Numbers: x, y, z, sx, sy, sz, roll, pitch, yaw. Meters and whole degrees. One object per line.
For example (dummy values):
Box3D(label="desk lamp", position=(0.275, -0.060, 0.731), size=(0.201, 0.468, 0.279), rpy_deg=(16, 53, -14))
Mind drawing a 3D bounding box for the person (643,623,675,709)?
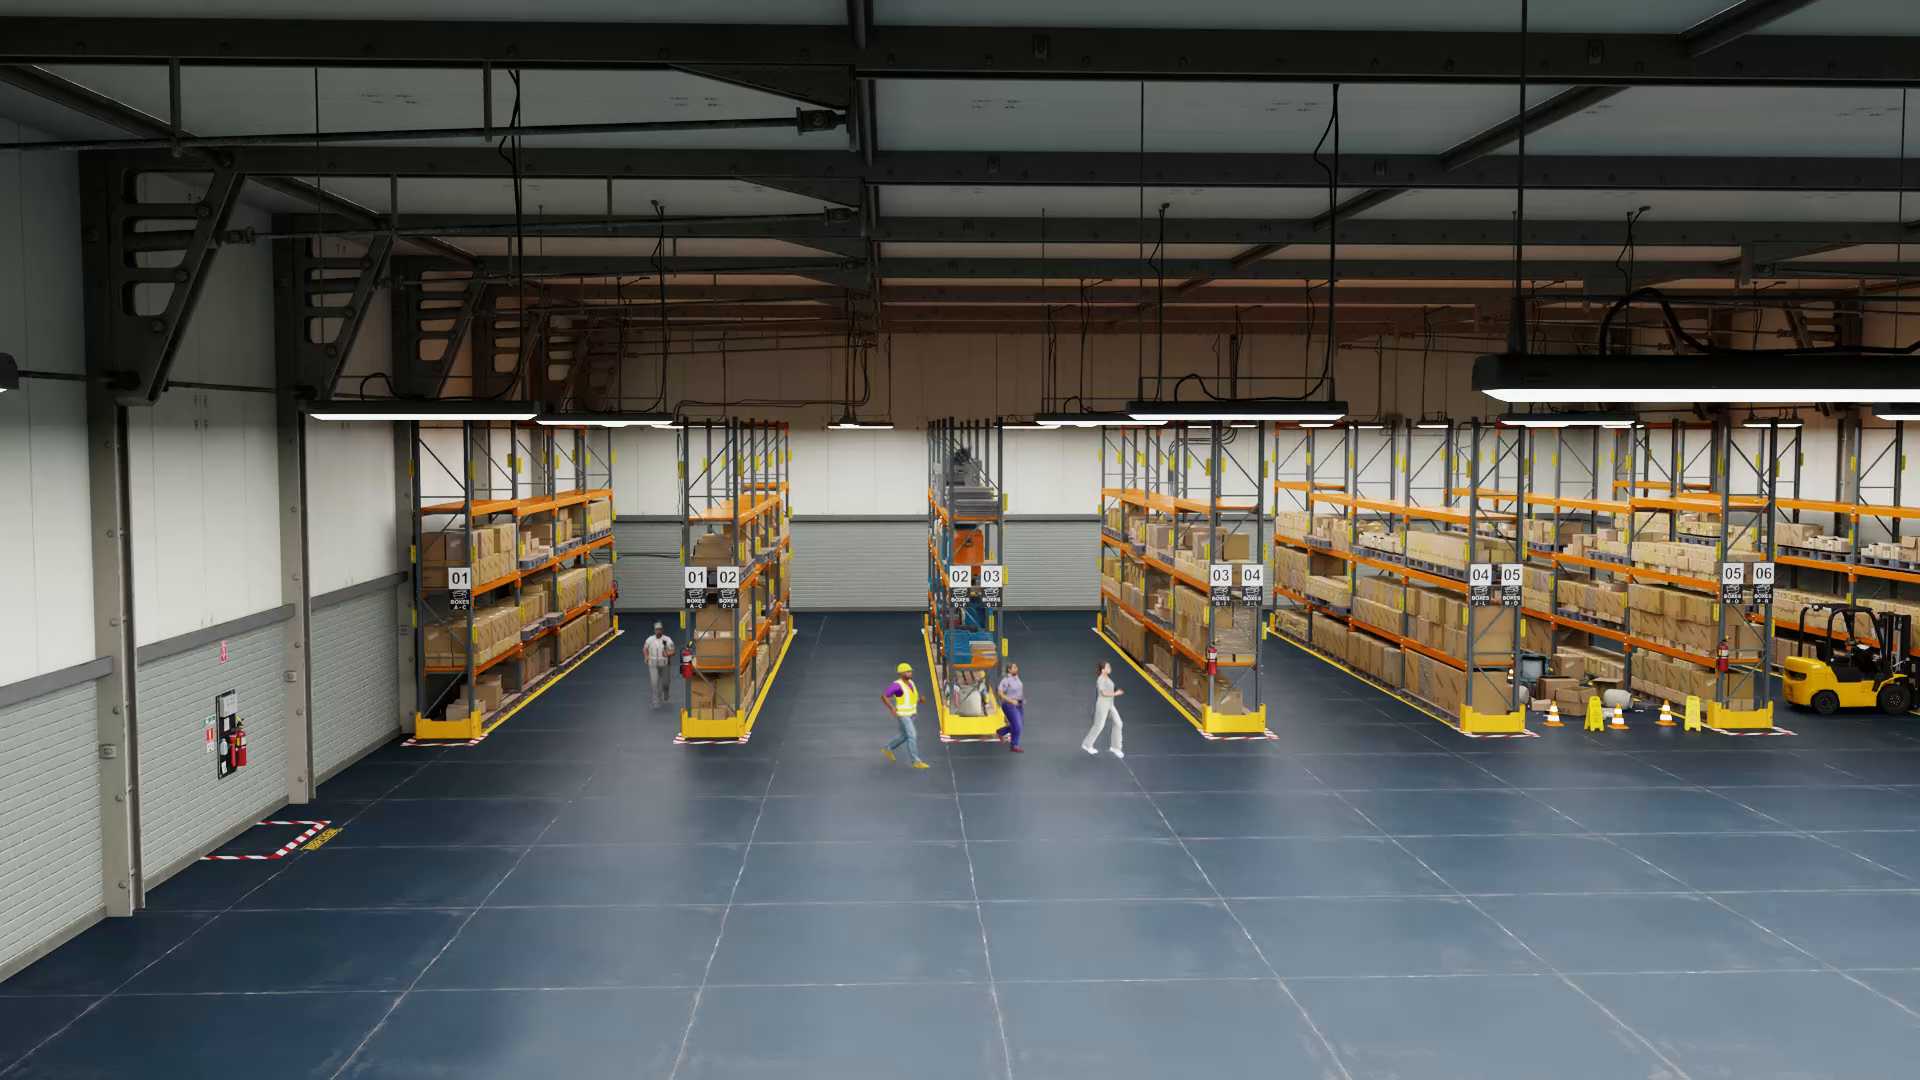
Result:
Box3D(label="person", position=(-6.266, 2.584, 34.600), size=(0.676, 1.751, 0.865), rpy_deg=(0, 4, -7))

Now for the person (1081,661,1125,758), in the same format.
Box3D(label="person", position=(2.516, 2.971, 29.223), size=(0.781, 1.720, 0.535), rpy_deg=(2, 4, 26))

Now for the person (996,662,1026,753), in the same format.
Box3D(label="person", position=(0.879, 2.984, 29.740), size=(0.651, 1.600, 0.630), rpy_deg=(2, 4, 31))

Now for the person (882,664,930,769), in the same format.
Box3D(label="person", position=(-0.927, 2.968, 28.241), size=(0.986, 1.750, 0.717), rpy_deg=(2, 4, 28))
